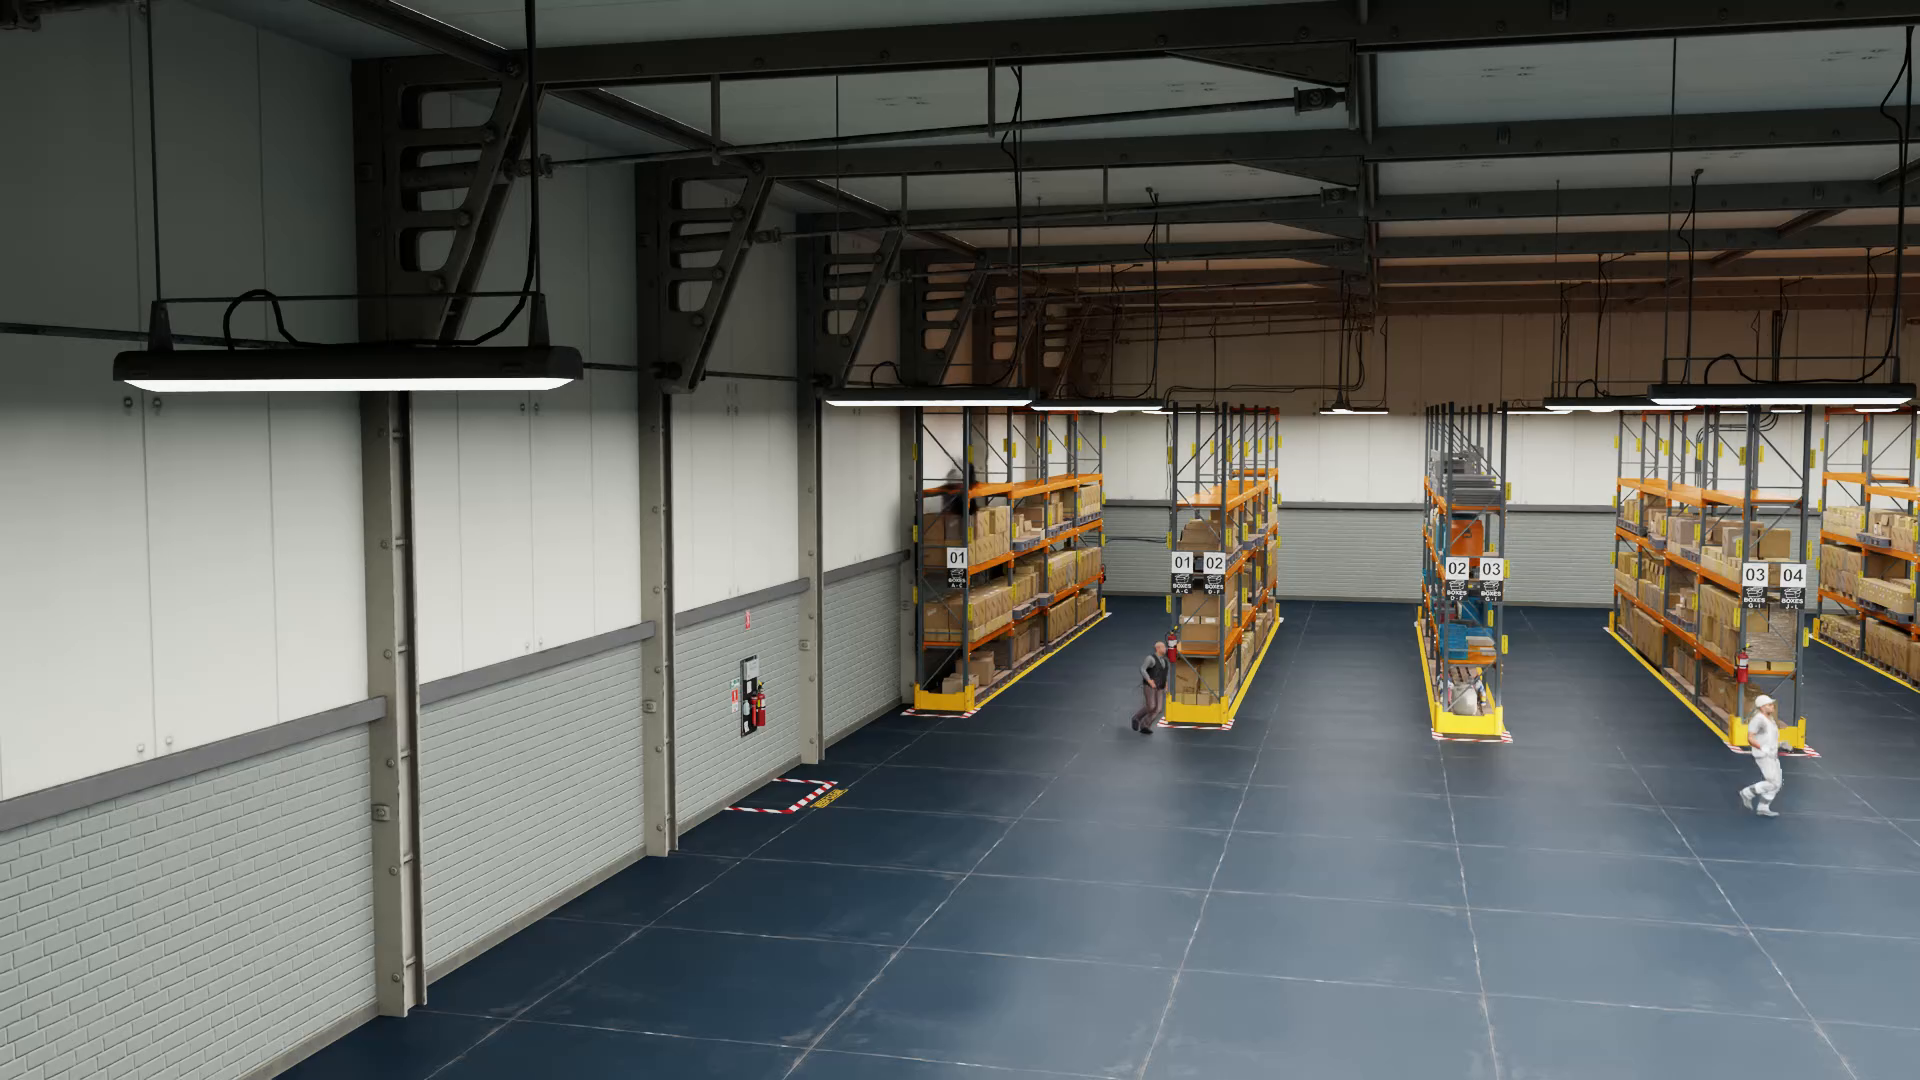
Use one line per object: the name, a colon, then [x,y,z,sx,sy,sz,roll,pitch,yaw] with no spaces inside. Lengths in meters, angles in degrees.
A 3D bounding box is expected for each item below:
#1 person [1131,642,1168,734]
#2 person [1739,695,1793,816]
person: [3.533,2.679,30.267,0.787,1.630,0.541,-3,5,-38]
person: [11.551,3.093,23.817,0.587,1.738,0.644,4,6,42]
